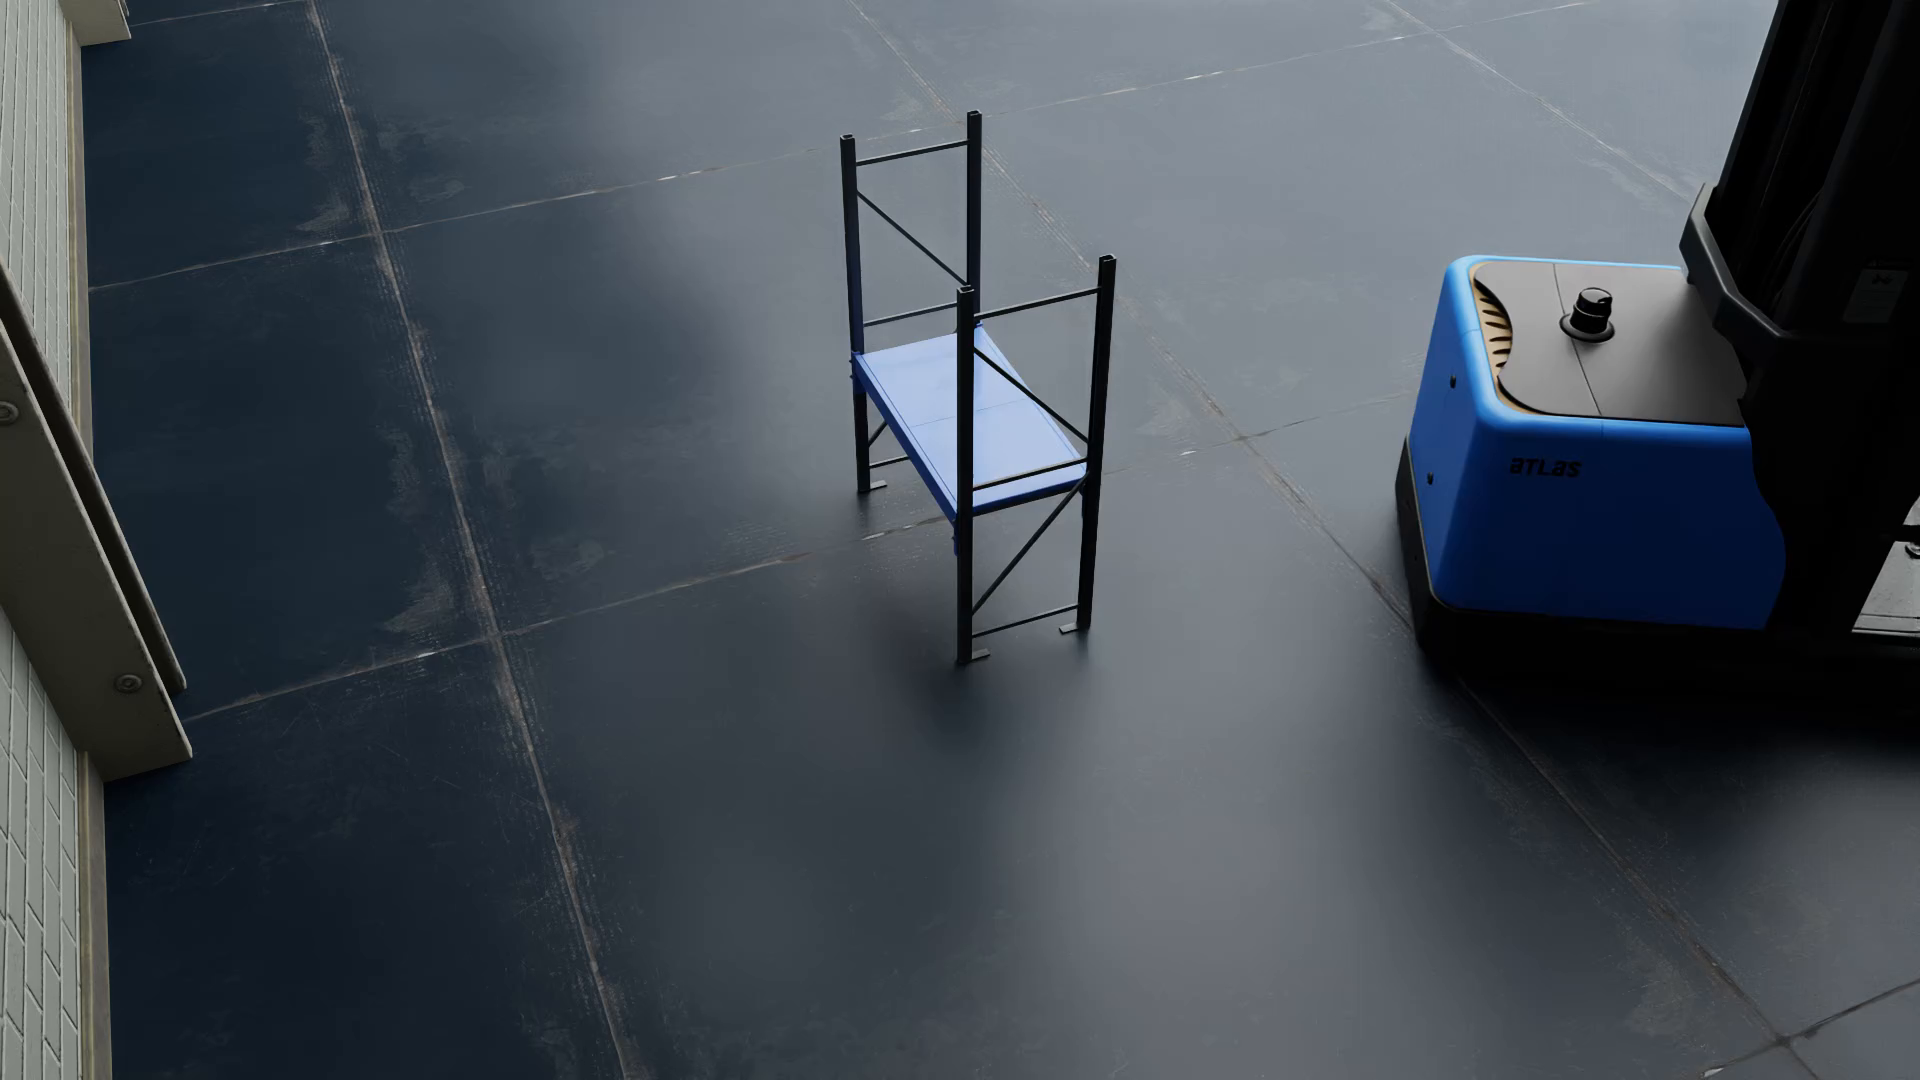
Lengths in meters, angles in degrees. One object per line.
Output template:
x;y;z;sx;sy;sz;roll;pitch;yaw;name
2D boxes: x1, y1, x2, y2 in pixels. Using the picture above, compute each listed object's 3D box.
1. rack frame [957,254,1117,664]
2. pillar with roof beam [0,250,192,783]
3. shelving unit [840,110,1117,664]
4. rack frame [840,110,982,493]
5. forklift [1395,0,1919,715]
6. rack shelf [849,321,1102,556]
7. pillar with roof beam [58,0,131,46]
0.227;-0.211;5.345;0.500;1.500;0.032;-15;43;-17;rack frame
1.256;-3.855;3.831;9.100;9.000;0.400;-15;43;-17;pillar with roof beam
0.033;-0.517;5.701;0.538;1.500;1.048;-15;43;-17;shelving unit
-0.162;-0.824;6.057;0.500;1.500;0.032;-15;43;-17;rack frame
3.127;-0.879;5.024;3.031;2.935;1.130;4;41;5;forklift
0.033;-0.381;5.819;0.538;0.185;1.000;-15;43;-17;rack shelf
-1.040;-7.469;8.034;9.100;9.000;0.400;-15;43;-17;pillar with roof beam
